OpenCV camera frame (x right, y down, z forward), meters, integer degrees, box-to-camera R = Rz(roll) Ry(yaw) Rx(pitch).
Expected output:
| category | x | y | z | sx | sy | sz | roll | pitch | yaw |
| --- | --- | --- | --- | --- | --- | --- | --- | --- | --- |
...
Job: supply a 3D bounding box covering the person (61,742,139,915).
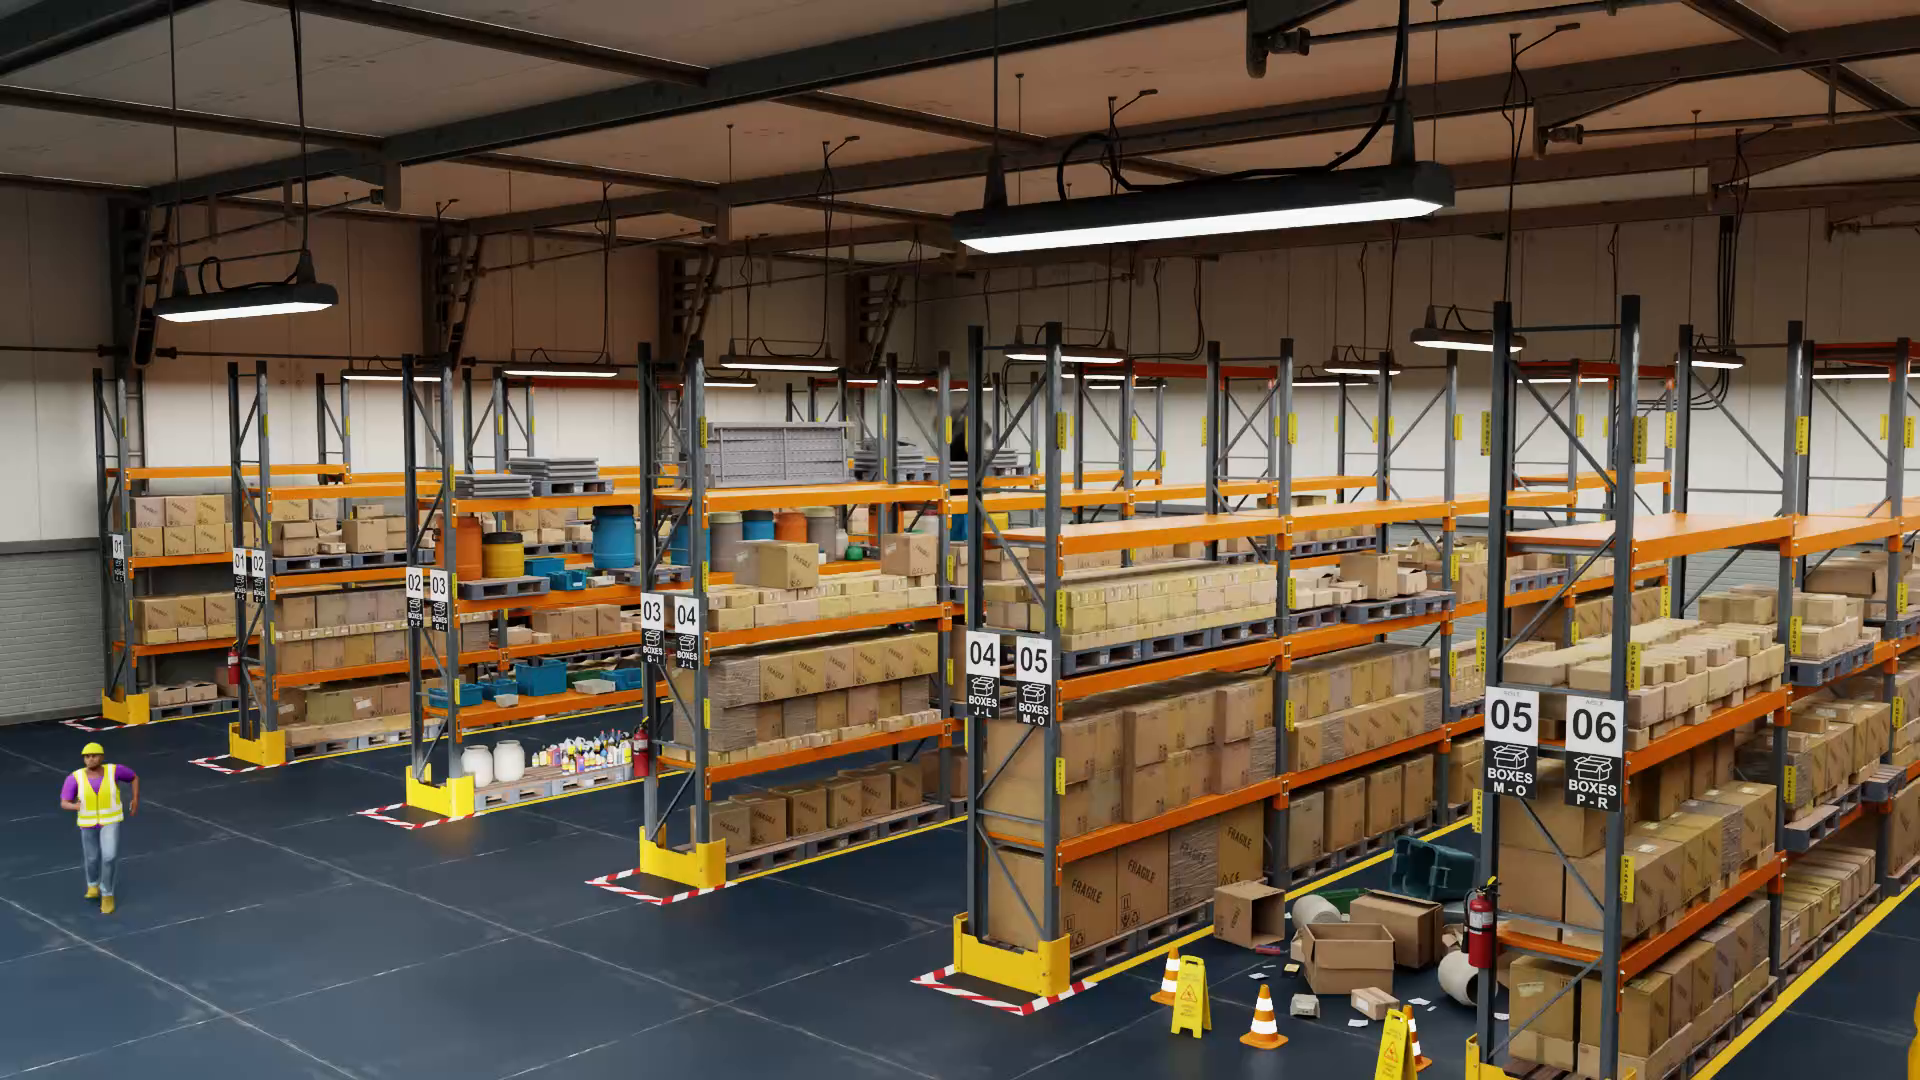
| category | x | y | z | sx | sy | sz | roll | pitch | yaw |
| --- | --- | --- | --- | --- | --- | --- | --- | --- | --- |
| person | -9.026 | 3.002 | 17.474 | 0.710 | 1.800 | 0.894 | -2 | 4 | -20 |
